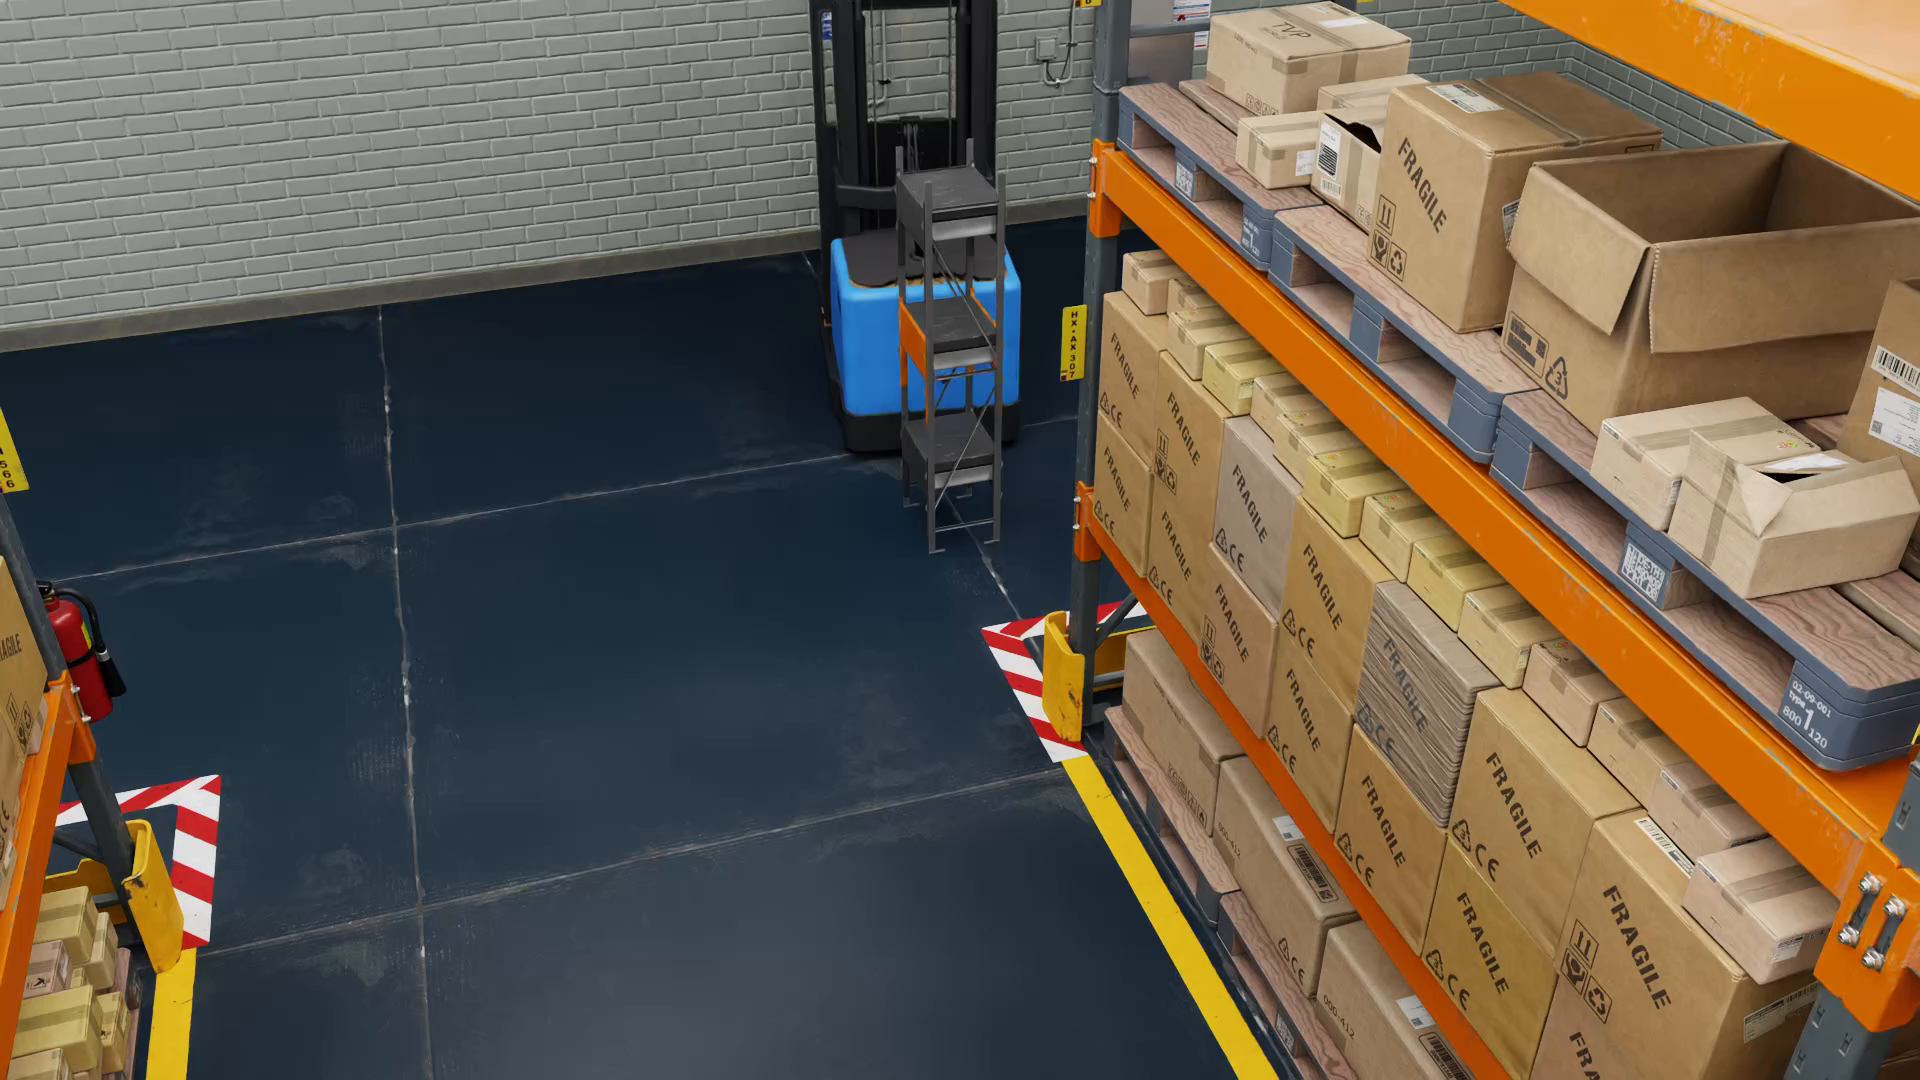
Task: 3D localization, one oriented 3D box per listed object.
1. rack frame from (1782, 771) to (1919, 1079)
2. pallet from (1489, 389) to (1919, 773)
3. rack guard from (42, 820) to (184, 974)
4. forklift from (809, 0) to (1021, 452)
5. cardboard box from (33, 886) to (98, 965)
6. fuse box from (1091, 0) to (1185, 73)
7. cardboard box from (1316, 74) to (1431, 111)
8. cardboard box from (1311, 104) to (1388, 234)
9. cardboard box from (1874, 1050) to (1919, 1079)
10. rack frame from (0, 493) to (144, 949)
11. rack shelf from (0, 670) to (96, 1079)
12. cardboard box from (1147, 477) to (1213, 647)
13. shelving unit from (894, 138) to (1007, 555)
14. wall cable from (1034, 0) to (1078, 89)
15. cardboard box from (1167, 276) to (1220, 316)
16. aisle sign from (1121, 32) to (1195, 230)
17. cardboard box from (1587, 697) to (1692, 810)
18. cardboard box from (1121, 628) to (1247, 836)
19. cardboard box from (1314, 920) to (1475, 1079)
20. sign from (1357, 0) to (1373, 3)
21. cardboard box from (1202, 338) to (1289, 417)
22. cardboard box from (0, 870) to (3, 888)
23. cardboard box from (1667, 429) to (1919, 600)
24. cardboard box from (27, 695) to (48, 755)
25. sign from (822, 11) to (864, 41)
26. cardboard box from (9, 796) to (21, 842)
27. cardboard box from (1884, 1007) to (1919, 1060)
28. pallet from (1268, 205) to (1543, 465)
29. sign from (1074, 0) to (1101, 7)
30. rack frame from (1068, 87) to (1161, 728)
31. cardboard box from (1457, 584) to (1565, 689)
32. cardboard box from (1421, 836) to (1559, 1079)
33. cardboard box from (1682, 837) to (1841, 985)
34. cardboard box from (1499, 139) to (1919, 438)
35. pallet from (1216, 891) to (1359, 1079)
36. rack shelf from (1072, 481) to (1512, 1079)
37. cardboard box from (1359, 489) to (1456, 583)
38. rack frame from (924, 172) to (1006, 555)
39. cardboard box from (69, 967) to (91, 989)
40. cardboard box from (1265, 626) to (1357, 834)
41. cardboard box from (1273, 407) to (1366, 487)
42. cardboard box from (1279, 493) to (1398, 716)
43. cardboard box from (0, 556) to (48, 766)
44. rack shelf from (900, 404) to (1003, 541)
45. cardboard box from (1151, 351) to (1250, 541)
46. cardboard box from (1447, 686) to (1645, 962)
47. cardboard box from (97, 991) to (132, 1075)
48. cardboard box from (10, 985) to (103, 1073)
[{"bbox_3d":[2.207,1.614,3.907,1.000,3.000,0.127,-10,35,-15],"label":"rack frame"},{"bbox_3d":[1.968,-0.032,3.757,1.003,0.211,1.213,-10,35,-15],"label":"pallet"},{"bbox_3d":[-3.673,1.482,6.374,1.175,0.500,0.348,-10,35,-15],"label":"rack guard"},{"bbox_3d":[-0.362,-2.539,10.253,1.130,2.935,3.031,-5,34,-7],"label":"forklift"},{"bbox_3d":[-3.293,1.400,5.895,0.380,0.149,0.250,-10,35,-14],"label":"cardboard box"},{"bbox_3d":[1.290,-3.182,12.333,0.539,1.711,0.414,-10,35,-15],"label":"fuse box"},{"bbox_3d":[1.414,-1.422,5.536,0.380,0.149,0.250,-13,36,-18],"label":"cardboard box"},{"bbox_3d":[1.396,-1.123,4.937,0.500,0.311,0.500,-9,35,-14],"label":"cardboard box"},{"bbox_3d":[2.313,1.282,4.319,0.500,0.500,0.500,-9,34,-13],"label":"cardboard box"},{"bbox_3d":[-3.696,0.399,5.745,1.000,3.000,0.127,-10,35,-15],"label":"rack frame"},{"bbox_3d":[-3.086,1.749,4.354,1.077,0.370,4.000,-10,35,-15],"label":"rack shelf"},{"bbox_3d":[1.041,0.033,6.208,0.500,0.500,0.500,-10,35,-15],"label":"cardboard box"},{"bbox_3d":[-0.050,-0.963,8.622,0.431,2.100,0.503,-10,35,-15],"label":"shelving unit"},{"bbox_3d":[0.592,-4.111,11.649,0.588,1.984,0.122,-10,35,-15],"label":"wall cable"},{"bbox_3d":[0.979,-0.857,6.060,0.380,0.149,0.250,-9,35,-14],"label":"cardboard box"},{"bbox_3d":[0.689,-1.560,6.351,0.394,0.787,0.004,-10,35,-15],"label":"aisle sign"},{"bbox_3d":[1.766,0.487,4.026,0.380,0.149,0.250,-10,35,-15],"label":"cardboard box"},{"bbox_3d":[1.284,0.737,7.176,0.875,0.438,0.875,-11,35,-16],"label":"cardboard box"},{"bbox_3d":[1.844,1.690,5.735,0.875,0.438,0.875,-11,35,-16],"label":"cardboard box"},{"bbox_3d":[1.508,-2.158,6.163,0.100,0.325,0.005,-10,35,-15],"label":"sign"},{"bbox_3d":[1.047,-0.566,5.620,0.380,0.149,0.250,-11,35,-16],"label":"cardboard box"},{"bbox_3d":[-2.998,0.962,4.533,0.500,0.500,0.500,-10,35,-15],"label":"cardboard box"},{"bbox_3d":[1.708,-0.080,3.399,0.396,0.266,0.258,-9,34,-13],"label":"cardboard box"},{"bbox_3d":[-3.328,0.627,5.627,0.380,0.149,0.250,-10,35,-15],"label":"cardboard box"},{"bbox_3d":[-0.820,-3.580,11.521,0.327,0.218,0.001,-10,35,-15],"label":"sign"},{"bbox_3d":[-3.197,0.893,5.224,0.380,0.149,0.250,-10,35,-15],"label":"cardboard box"},{"bbox_3d":[2.293,0.864,4.043,0.500,0.500,0.500,-10,35,-14],"label":"cardboard box"},{"bbox_3d":[1.599,-0.672,4.724,1.003,0.211,1.213,-10,35,-15],"label":"pallet"},{"bbox_3d":[0.457,-2.045,5.859,0.100,0.325,0.005,-10,35,-15],"label":"sign"},{"bbox_3d":[0.987,-0.486,7.085,1.000,3.000,0.127,-10,35,-15],"label":"rack frame"},{"bbox_3d":[1.561,0.231,4.412,0.380,0.149,0.250,-10,35,-15],"label":"cardboard box"},{"bbox_3d":[1.660,1.102,4.590,0.500,0.500,0.500,-11,35,-16],"label":"cardboard box"},{"bbox_3d":[1.810,0.776,3.588,0.380,0.149,0.250,-11,35,-16],"label":"cardboard box"},{"bbox_3d":[1.765,-0.600,3.971,0.797,0.503,0.637,-7,34,-11],"label":"cardboard box"},{"bbox_3d":[1.674,1.723,6.271,1.003,0.211,1.213,-10,35,-15],"label":"pallet"},{"bbox_3d":[1.597,0.864,5.694,1.077,0.370,4.000,-10,35,-15],"label":"rack shelf"},{"bbox_3d":[1.391,-0.032,4.812,0.380,0.149,0.250,-10,35,-15],"label":"cardboard box"},{"bbox_3d":[0.024,-0.835,8.428,0.400,2.100,0.015,-10,35,-15],"label":"rack frame"},{"bbox_3d":[-3.235,1.665,5.765,0.380,0.149,0.250,-11,35,-16],"label":"cardboard box"},{"bbox_3d":[1.348,0.563,5.405,0.500,0.500,0.500,-9,34,-13],"label":"cardboard box"},{"bbox_3d":[1.213,-0.299,5.216,0.380,0.149,0.250,-10,35,-14],"label":"cardboard box"},{"bbox_3d":[1.344,0.155,5.116,0.500,0.500,0.500,-10,35,-15],"label":"cardboard box"},{"bbox_3d":[-3.314,0.426,5.344,0.500,0.500,0.500,-9,35,-14],"label":"cardboard box"},{"bbox_3d":[-0.050,-0.368,9.016,0.431,0.518,0.480,-10,35,-15],"label":"rack shelf"},{"bbox_3d":[1.027,-0.375,5.919,0.500,0.500,0.500,-11,35,-16],"label":"cardboard box"},{"bbox_3d":[1.653,0.686,4.313,0.500,0.500,0.500,-11,35,-15],"label":"cardboard box"},{"bbox_3d":[-3.162,1.773,5.871,0.380,0.149,0.250,-9,35,-13],"label":"cardboard box"},{"bbox_3d":[-3.071,1.657,5.507,0.380,0.149,0.250,-11,35,-16],"label":"cardboard box"}]
